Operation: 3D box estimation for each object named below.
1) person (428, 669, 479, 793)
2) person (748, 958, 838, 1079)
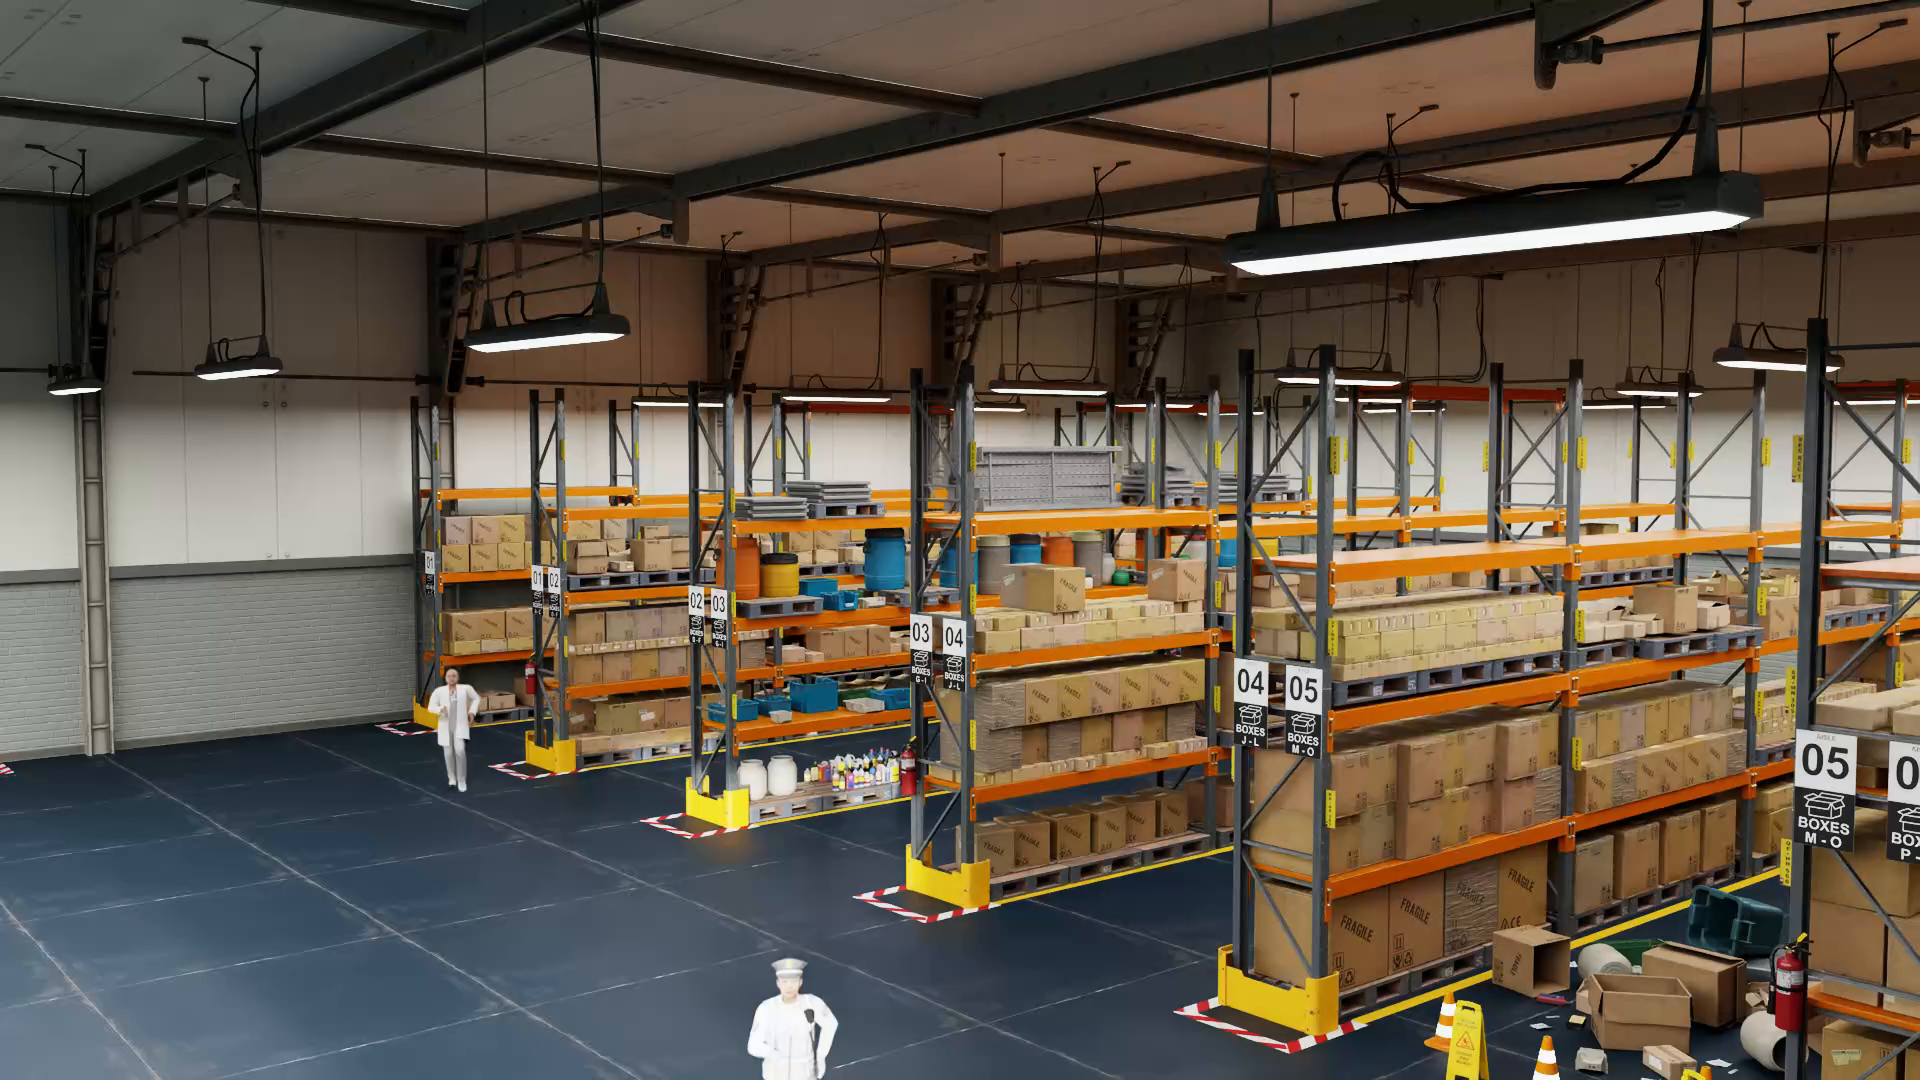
[{"bbox_3d":[-7.525,2.847,24.698,0.713,1.789,0.794,-1,3,-11],"label":"person"},{"bbox_3d":[-1.127,3.661,11.185,0.592,1.736,0.683,0,3,-2],"label":"person"}]
